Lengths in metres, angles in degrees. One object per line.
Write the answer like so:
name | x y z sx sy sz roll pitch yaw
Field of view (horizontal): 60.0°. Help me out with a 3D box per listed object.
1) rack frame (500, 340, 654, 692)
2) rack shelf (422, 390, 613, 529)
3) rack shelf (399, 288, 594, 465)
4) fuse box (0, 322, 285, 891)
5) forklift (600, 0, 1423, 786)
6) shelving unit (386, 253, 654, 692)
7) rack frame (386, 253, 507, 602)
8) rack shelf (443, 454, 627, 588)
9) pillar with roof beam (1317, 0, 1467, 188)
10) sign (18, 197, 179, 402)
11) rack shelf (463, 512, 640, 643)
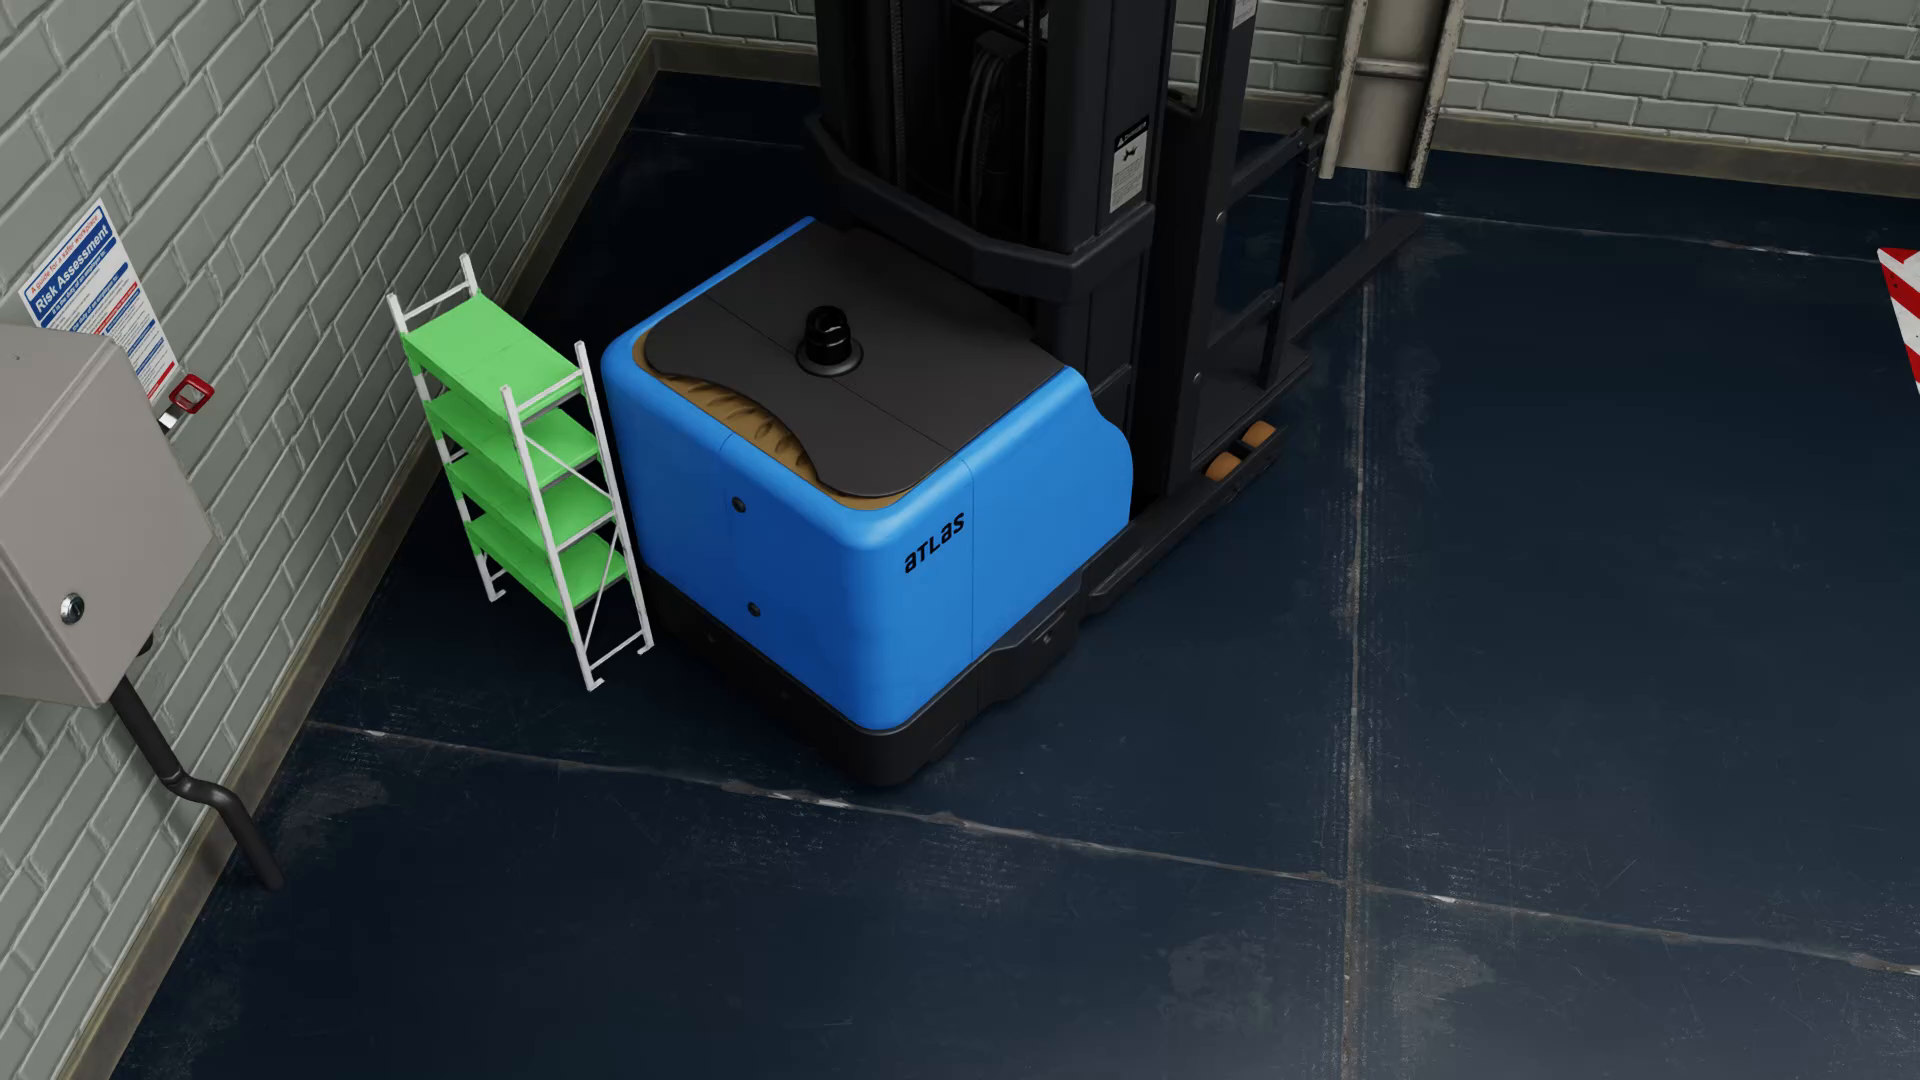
rack frame | -1.005 -0.023 4.462 0.015 1.200 0.240 36 58 28
rack shelf | -1.180 -0.266 4.445 0.480 0.148 0.258 36 58 28
rack shelf | -1.182 -0.426 4.265 0.480 0.148 0.258 36 58 28
fuse box | -1.796 0.321 3.811 0.414 1.711 0.539 8 49 7
forklift | 0.416 -1.325 4.470 1.130 2.935 3.031 34 56 26
shelving unit | -1.179 -0.150 4.576 0.503 1.200 0.258 36 58 28
rack frame | -1.354 -0.276 4.690 0.015 1.200 0.240 36 58 28
rack shelf | -1.179 -0.107 4.624 0.480 0.148 0.258 36 58 28
pillar with roof beam | 0.860 -1.366 0.428 0.400 9.000 9.100 8 49 7
sign | -1.912 -0.466 3.716 0.001 0.494 0.329 8 49 7
rack shelf | -1.178 0.052 4.803 0.480 0.148 0.258 36 58 28
